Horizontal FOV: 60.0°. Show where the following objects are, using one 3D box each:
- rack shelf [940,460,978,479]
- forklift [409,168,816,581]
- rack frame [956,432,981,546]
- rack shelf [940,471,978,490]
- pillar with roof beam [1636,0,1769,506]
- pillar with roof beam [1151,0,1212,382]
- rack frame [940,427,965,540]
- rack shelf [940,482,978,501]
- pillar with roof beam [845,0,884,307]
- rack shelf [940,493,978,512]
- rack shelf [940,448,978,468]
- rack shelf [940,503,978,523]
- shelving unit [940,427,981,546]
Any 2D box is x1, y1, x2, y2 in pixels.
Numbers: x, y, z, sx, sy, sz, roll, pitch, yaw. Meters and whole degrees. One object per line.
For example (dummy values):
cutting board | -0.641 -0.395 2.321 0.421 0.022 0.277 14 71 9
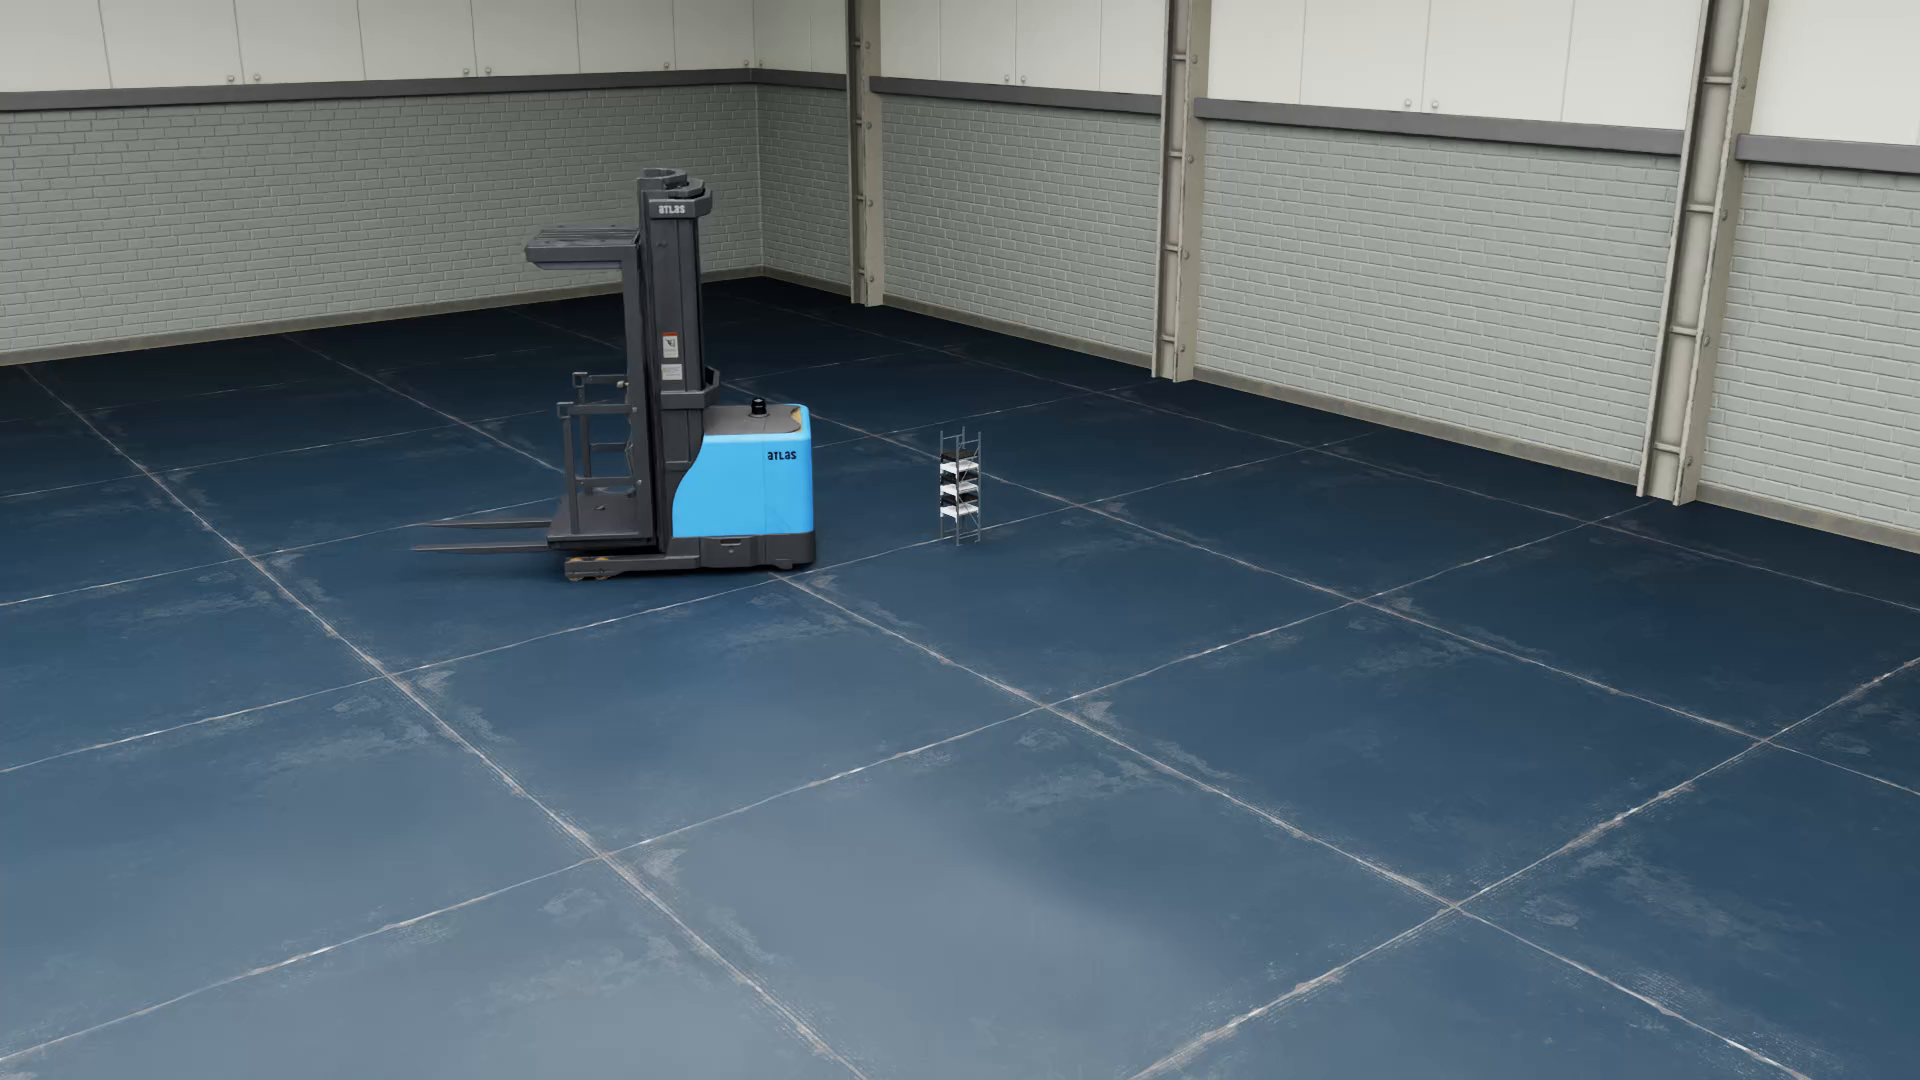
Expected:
rack shelf | 0.005 -0.564 13.169 0.258 0.077 0.200 -14 23 -36
forklift | -2.649 -1.262 12.511 3.031 2.935 1.130 -2 18 -6
rack frame | 0.068 -0.400 13.139 0.240 0.900 0.006 -14 23 -36
rack shelf | 0.005 -0.479 13.197 0.258 0.077 0.200 -14 23 -36
pillar with roof beam | 2.778 -3.804 10.536 9.100 9.000 0.400 -14 23 -36
pillar with roof beam | -0.947 -5.283 15.000 9.100 9.000 0.400 -14 23 -36
rack frame | -0.058 -0.450 13.291 0.240 0.900 0.006 -14 23 -36
rack shelf | 0.005 -0.394 13.225 0.258 0.077 0.200 -14 23 -36
pillar with roof beam | -4.672 -6.761 19.465 9.100 9.000 0.400 -14 23 -36
rack shelf | 0.005 -0.308 13.254 0.258 0.077 0.200 -14 23 -36
rack shelf | 0.005 -0.650 13.141 0.258 0.077 0.200 -14 23 -36
rack shelf | 0.005 -0.223 13.282 0.258 0.077 0.200 -14 23 -36
shelving unit | 0.005 -0.425 13.215 0.258 0.900 0.210 -14 23 -36
